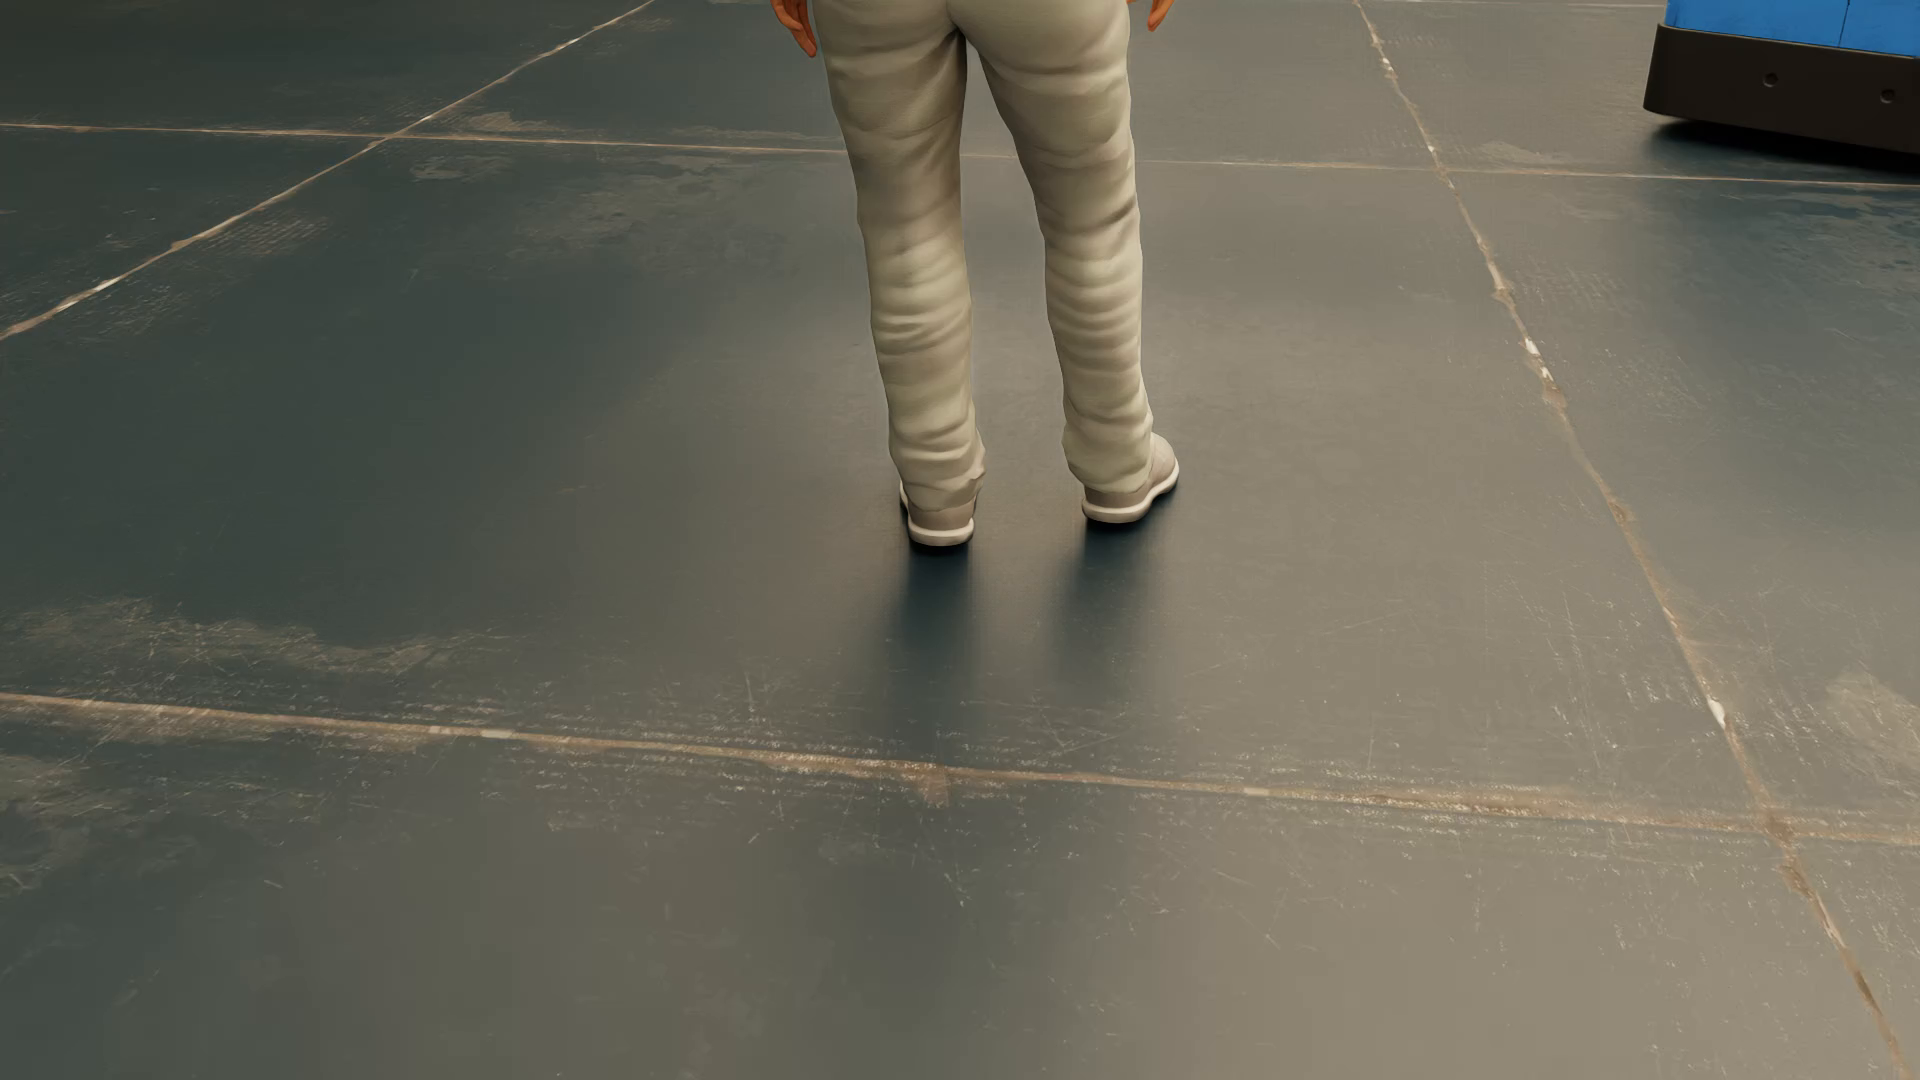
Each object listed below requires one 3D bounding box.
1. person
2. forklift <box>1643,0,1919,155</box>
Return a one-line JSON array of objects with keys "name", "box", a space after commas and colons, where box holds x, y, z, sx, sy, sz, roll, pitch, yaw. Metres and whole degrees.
[{"name": "person", "box": [0.033, -0.784, 2.190, 0.598, 1.670, 0.529, 3, 27, 7]}, {"name": "forklift", "box": [3.397, -2.818, 4.866, 1.130, 2.935, 3.031, 24, 35, 39]}]
